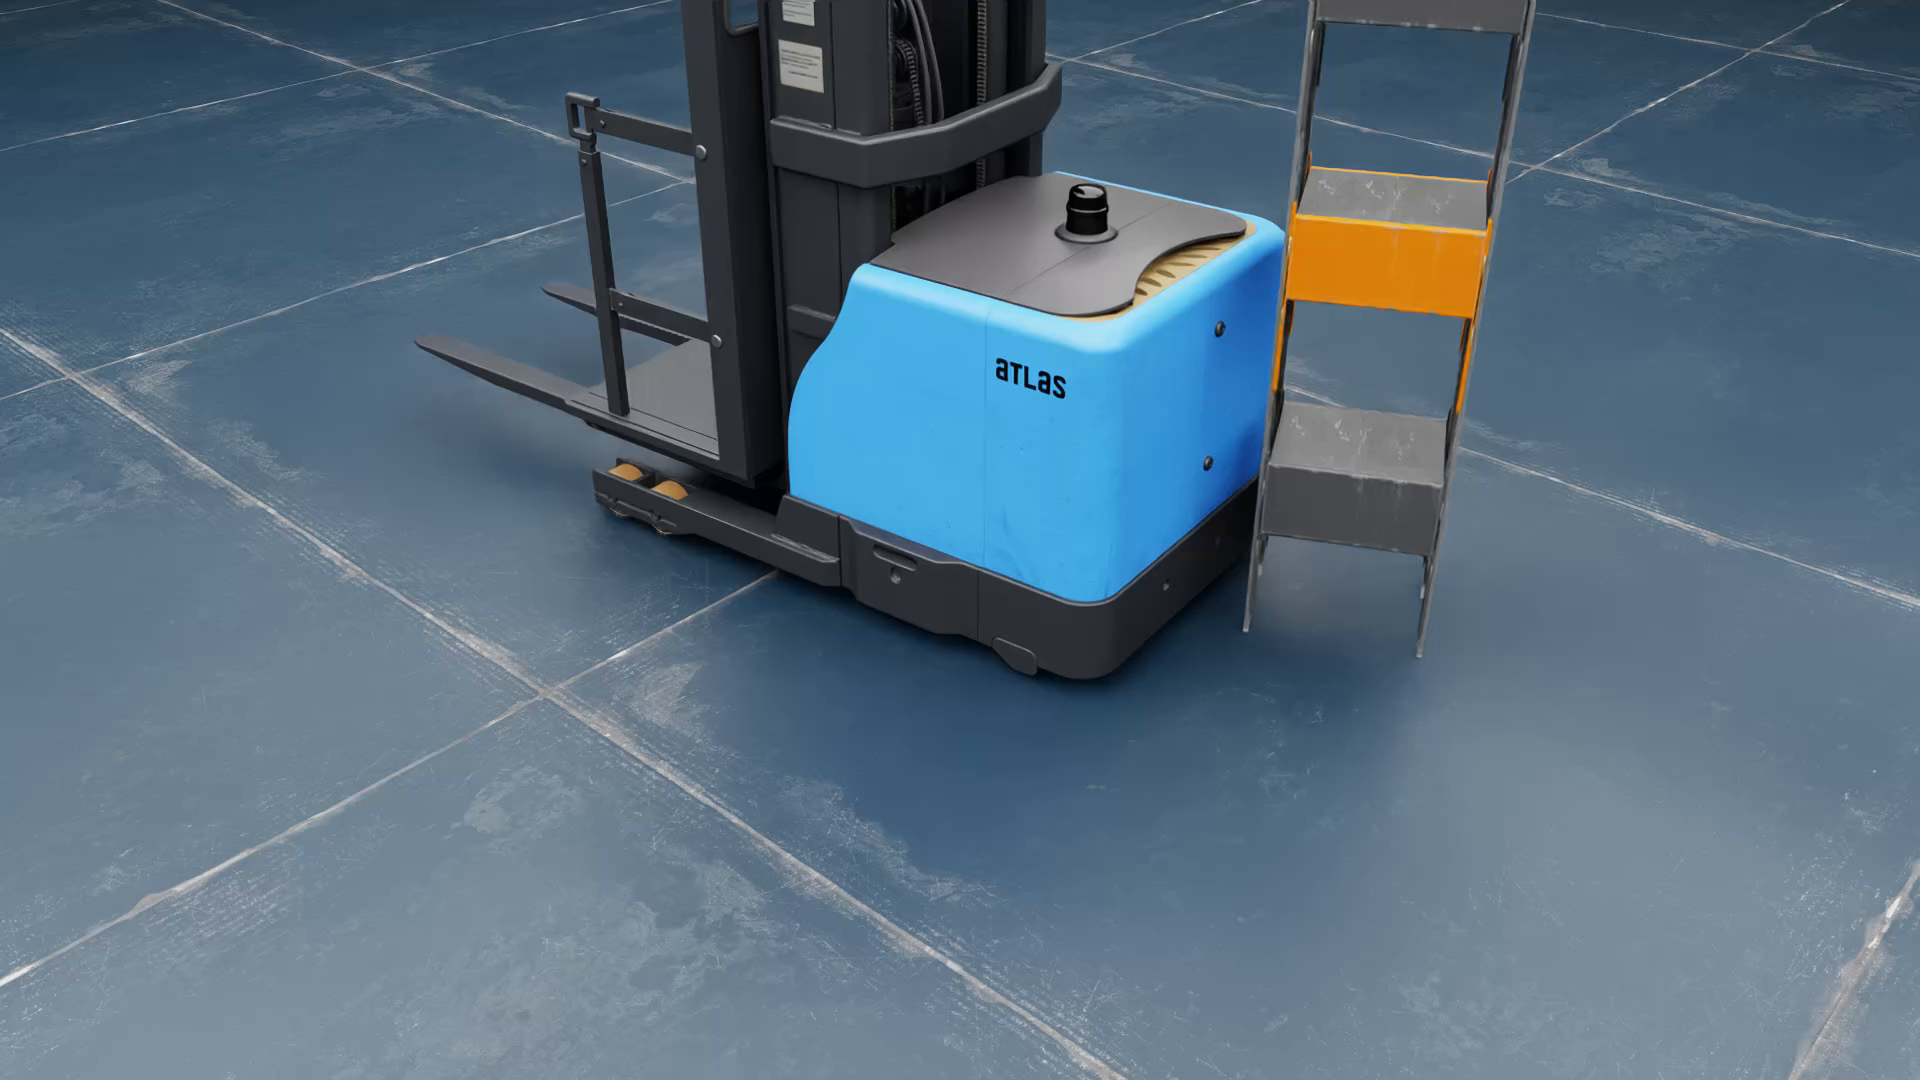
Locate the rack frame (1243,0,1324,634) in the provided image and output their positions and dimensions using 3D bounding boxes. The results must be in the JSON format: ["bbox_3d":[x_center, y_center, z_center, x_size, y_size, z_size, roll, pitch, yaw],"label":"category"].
[{"bbox_3d":[0.877,-0.730,4.426,0.015,2.100,0.400,8,32,13],"label":"rack frame"}]

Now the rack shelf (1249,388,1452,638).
[{"bbox_3d":[1.112,-0.084,4.737,0.480,0.518,0.431,8,32,13],"label":"rack shelf"}]

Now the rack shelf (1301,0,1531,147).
[{"bbox_3d":[1.112,-1.284,4.016,0.480,0.518,0.431,8,32,13],"label":"rack shelf"}]

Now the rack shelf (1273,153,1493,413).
[{"bbox_3d":[1.112,-0.684,4.377,0.480,0.518,0.431,8,32,13],"label":"rack shelf"}]

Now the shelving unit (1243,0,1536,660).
[{"bbox_3d":[1.112,-0.696,4.370,0.503,2.100,0.431,8,32,13],"label":"shelving unit"}]

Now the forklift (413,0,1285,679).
[{"bbox_3d":[-0.563,-1.473,4.854,3.031,2.935,1.130,20,37,30],"label":"forklift"}]

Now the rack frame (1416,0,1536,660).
[{"bbox_3d":[1.347,-0.662,4.314,0.015,2.100,0.400,8,32,13],"label":"rack frame"}]
